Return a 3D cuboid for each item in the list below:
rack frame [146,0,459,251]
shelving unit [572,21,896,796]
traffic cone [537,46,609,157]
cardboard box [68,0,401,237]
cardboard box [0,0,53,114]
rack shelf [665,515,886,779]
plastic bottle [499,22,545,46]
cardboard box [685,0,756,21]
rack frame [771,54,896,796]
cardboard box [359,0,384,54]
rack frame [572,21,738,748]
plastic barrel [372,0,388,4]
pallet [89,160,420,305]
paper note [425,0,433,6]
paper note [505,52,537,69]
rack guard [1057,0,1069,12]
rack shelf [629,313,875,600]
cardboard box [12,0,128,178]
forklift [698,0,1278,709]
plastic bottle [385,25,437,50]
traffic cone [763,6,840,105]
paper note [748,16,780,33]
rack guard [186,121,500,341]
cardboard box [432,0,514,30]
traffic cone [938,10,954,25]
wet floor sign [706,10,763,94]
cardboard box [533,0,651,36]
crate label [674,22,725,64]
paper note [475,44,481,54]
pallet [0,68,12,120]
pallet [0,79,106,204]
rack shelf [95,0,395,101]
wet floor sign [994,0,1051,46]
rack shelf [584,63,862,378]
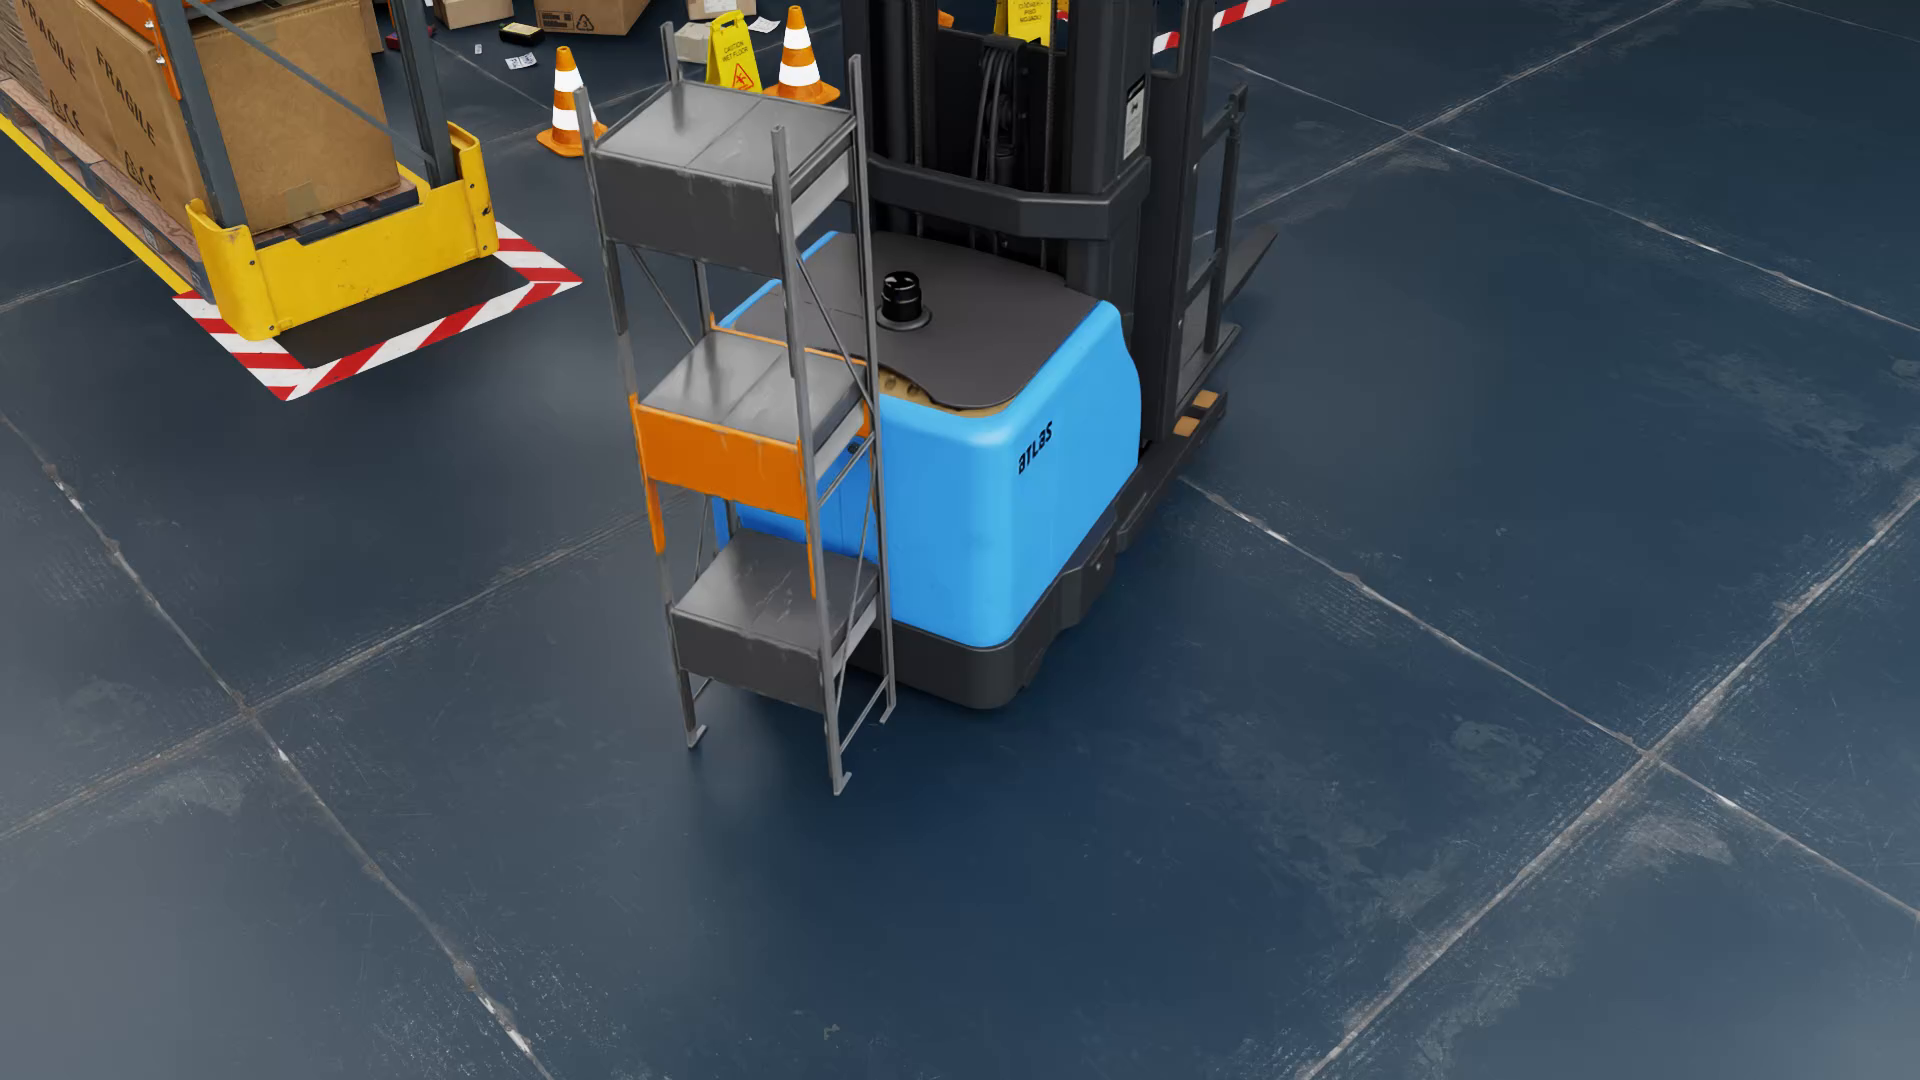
[{"bbox_3d":[-2.570,-2.295,6.205,1.000,3.000,0.127,-30,48,-32],"label":"rack frame"},{"bbox_3d":[-0.519,-0.235,4.358,0.503,2.100,0.431,15,43,18],"label":"shelving unit"},{"bbox_3d":[-1.883,-2.158,8.053,0.336,0.463,0.334,-30,48,-32],"label":"traffic cone"},{"bbox_3d":[-3.077,-1.918,7.094,0.875,0.875,0.875,-30,47,-32],"label":"cardboard box"},{"bbox_3d":[-4.289,-2.747,8.121,0.875,0.875,0.875,-30,47,-31],"label":"cardboard box"},{"bbox_3d":[-0.509,0.307,4.823,0.480,0.518,0.431,15,43,18],"label":"rack shelf"},{"bbox_3d":[-2.439,-2.792,9.158,0.283,0.061,0.133,18,42,21],"label":"plastic bottle"},{"bbox_3d":[-1.366,-3.084,9.451,0.380,0.149,0.250,-8,40,-10],"label":"cardboard box"},{"bbox_3d":[-0.295,-0.174,4.283,0.015,2.100,0.400,15,43,18],"label":"rack frame"},{"bbox_3d":[-3.469,-2.893,8.932,0.500,0.500,0.500,-22,44,-25],"label":"cardboard box"},{"bbox_3d":[-0.743,-0.295,4.433,0.015,2.100,0.400,15,43,18],"label":"rack frame"},{"bbox_3d":[-3.378,-3.271,9.463,0.512,0.421,0.421,-2,39,-2],"label":"plastic barrel"},{"bbox_3d":[-3.168,-1.547,7.498,1.003,0.211,1.213,-30,48,-32],"label":"pallet"},{"bbox_3d":[-3.009,-3.137,9.617,0.172,0.023,0.155,-15,41,-17],"label":"paper note"},{"bbox_3d":[-2.352,-2.567,8.906,0.144,0.017,0.142,-15,41,-17],"label":"paper note"},{"bbox_3d":[0.956,-3.508,9.696,1.175,0.500,0.348,-30,48,-32],"label":"rack guard"},{"bbox_3d":[-0.519,-0.224,4.367,0.480,0.518,0.431,15,43,18],"label":"rack shelf"},{"bbox_3d":[-3.674,-2.324,7.597,0.875,0.875,0.875,-31,48,-32],"label":"cardboard box"},{"bbox_3d":[0.349,-1.547,5.332,1.130,2.935,3.031,18,42,21],"label":"forklift"},{"bbox_3d":[-3.009,-2.775,9.137,0.133,0.061,0.283,18,42,21],"label":"plastic bottle"},{"bbox_3d":[-0.821,-2.480,8.453,0.336,0.463,0.334,-30,48,-32],"label":"traffic cone"},{"bbox_3d":[-1.098,-2.882,9.294,0.142,0.019,0.148,18,42,21],"label":"paper note"},{"bbox_3d":[-2.554,-1.312,6.976,1.175,0.500,0.348,-30,48,-32],"label":"rack guard"},{"bbox_3d":[-2.756,-3.070,9.340,0.396,0.266,0.258,-22,44,-25],"label":"cardboard box"},{"bbox_3d":[-0.233,-3.109,9.232,0.336,0.463,0.334,-30,48,-32],"label":"traffic cone"},{"bbox_3d":[-1.092,-2.207,7.970,0.232,0.644,0.267,26,45,28],"label":"wet floor sign"},{"bbox_3d":[-2.045,-3.211,9.326,0.637,0.503,0.797,5,39,6],"label":"cardboard box"},{"bbox_3d":[-1.398,-2.691,8.973,0.298,0.136,0.250,11,40,13],"label":"crate label"},{"bbox_3d":[-2.622,-2.673,9.051,0.032,0.001,0.123,-8,40,-10],"label":"paper note"},{"bbox_3d":[-4.819,-2.676,8.896,1.003,0.211,1.213,-30,48,-32],"label":"pallet"},{"bbox_3d":[-3.989,-2.112,8.197,1.003,0.211,1.213,-30,48,-32],"label":"pallet"},{"bbox_3d":[-3.923,-2.941,7.577,1.077,0.370,4.000,-30,48,-32],"label":"rack shelf"},{"bbox_3d":[0.348,-2.987,8.935,0.267,0.644,0.232,-15,41,-17],"label":"wet floor sign"},{"bbox_3d":[-0.528,-0.756,3.912,0.480,0.518,0.431,15,43,18],"label":"rack shelf"}]
